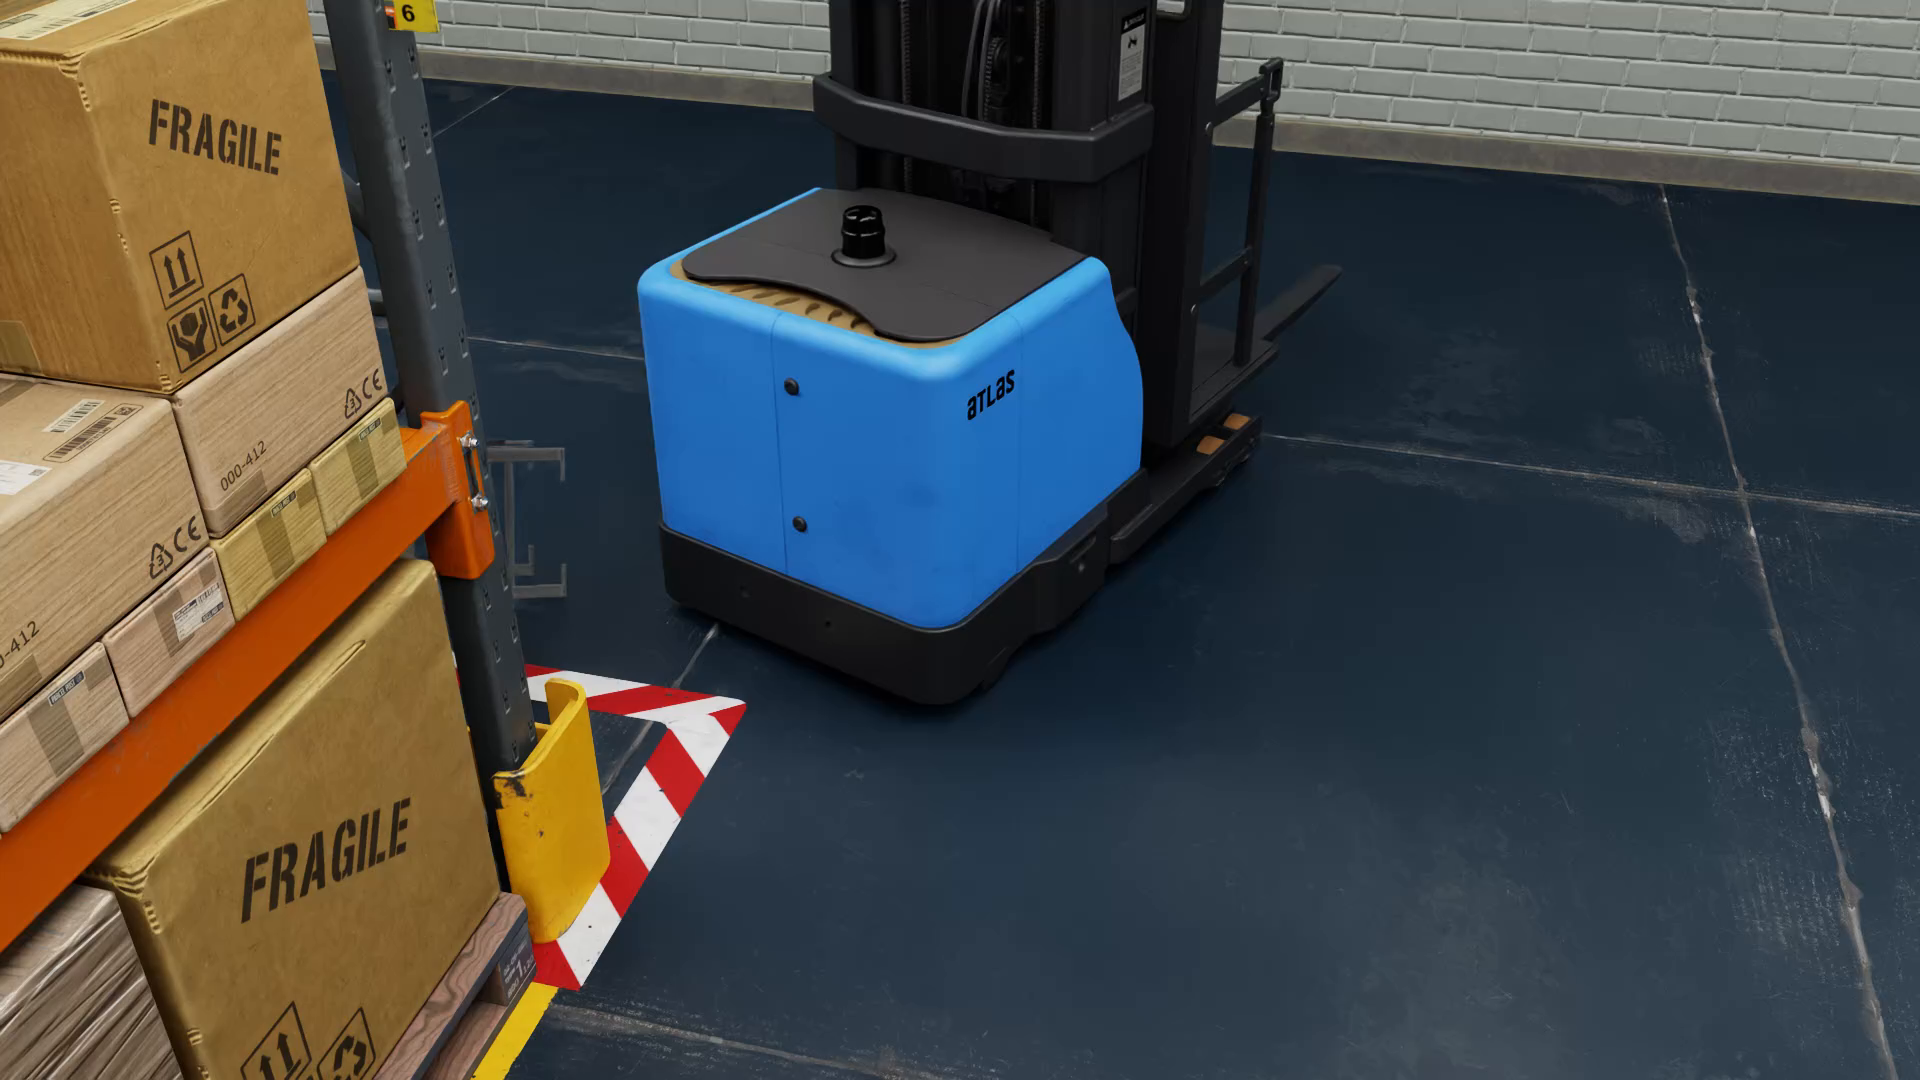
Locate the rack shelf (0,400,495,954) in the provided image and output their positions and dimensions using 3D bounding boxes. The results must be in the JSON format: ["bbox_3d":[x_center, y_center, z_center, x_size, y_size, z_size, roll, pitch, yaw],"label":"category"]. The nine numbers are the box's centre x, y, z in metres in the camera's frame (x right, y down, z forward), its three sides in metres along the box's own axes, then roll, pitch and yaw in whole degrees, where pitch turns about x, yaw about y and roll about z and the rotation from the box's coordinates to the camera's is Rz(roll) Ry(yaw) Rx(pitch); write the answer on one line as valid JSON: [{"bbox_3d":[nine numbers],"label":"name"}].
[{"bbox_3d":[-1.955,0.851,1.787,1.077,0.370,4.000,8,33,12],"label":"rack shelf"}]

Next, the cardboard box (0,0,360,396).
[{"bbox_3d":[-1.317,-0.581,2.531,0.500,0.500,0.500,8,33,13],"label":"cardboard box"}]

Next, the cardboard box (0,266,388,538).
[{"bbox_3d":[-1.314,-0.266,2.734,0.500,0.250,0.500,7,33,12],"label":"cardboard box"}]

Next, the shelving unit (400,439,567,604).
[{"bbox_3d":[-2.114,-0.037,4.243,2.100,0.431,0.503,-2,6,-24],"label":"shelving unit"}]

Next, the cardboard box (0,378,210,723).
[{"bbox_3d":[-1.443,-0.002,2.320,0.500,0.250,0.500,7,33,12],"label":"cardboard box"}]

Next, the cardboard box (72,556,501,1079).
[{"bbox_3d":[-1.532,0.572,3.144,0.875,0.875,0.875,8,33,12],"label":"cardboard box"}]

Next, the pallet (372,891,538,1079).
[{"bbox_3d":[-1.575,1.112,3.305,1.003,0.211,1.213,8,33,12],"label":"pallet"}]

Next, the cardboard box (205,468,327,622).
[{"bbox_3d":[-1.284,-0.020,2.720,0.380,0.149,0.250,8,33,13],"label":"cardboard box"}]

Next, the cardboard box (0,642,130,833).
[{"bbox_3d":[-1.413,0.240,2.311,0.380,0.149,0.250,9,33,13],"label":"cardboard box"}]

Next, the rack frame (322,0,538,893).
[{"bbox_3d":[-1.447,-0.491,3.226,1.000,3.000,0.127,8,33,12],"label":"rack frame"}]

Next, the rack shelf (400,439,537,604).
[{"bbox_3d":[-1.464,-0.059,4.537,0.518,0.431,0.480,-2,6,-24],"label":"rack shelf"}]

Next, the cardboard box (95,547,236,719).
[{"bbox_3d":[-1.349,0.111,2.514,0.380,0.149,0.250,8,33,12],"label":"cardboard box"}]

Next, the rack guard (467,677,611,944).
[{"bbox_3d":[-1.441,0.552,3.916,1.175,0.500,0.348,8,33,12],"label":"rack guard"}]

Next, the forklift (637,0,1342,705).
[{"bbox_3d":[0.372,-1.544,4.948,1.130,2.935,3.031,20,37,28],"label":"forklift"}]

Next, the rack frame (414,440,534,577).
[{"bbox_3d":[-2.215,-0.060,4.464,2.100,0.400,0.015,-2,6,-24],"label":"rack frame"}]

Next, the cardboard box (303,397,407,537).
[{"bbox_3d":[-1.219,-0.155,2.932,0.380,0.149,0.250,9,33,13],"label":"cardboard box"}]

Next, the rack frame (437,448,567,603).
[{"bbox_3d":[-2.013,-0.014,4.022,2.100,0.400,0.015,-2,6,-24],"label":"rack frame"}]

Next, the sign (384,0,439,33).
[{"bbox_3d":[-0.926,-0.998,2.724,0.100,0.325,0.005,8,33,12],"label":"sign"}]

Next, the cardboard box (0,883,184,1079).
[{"bbox_3d":[-1.763,1.044,2.401,0.875,0.875,0.875,8,33,12],"label":"cardboard box"}]
